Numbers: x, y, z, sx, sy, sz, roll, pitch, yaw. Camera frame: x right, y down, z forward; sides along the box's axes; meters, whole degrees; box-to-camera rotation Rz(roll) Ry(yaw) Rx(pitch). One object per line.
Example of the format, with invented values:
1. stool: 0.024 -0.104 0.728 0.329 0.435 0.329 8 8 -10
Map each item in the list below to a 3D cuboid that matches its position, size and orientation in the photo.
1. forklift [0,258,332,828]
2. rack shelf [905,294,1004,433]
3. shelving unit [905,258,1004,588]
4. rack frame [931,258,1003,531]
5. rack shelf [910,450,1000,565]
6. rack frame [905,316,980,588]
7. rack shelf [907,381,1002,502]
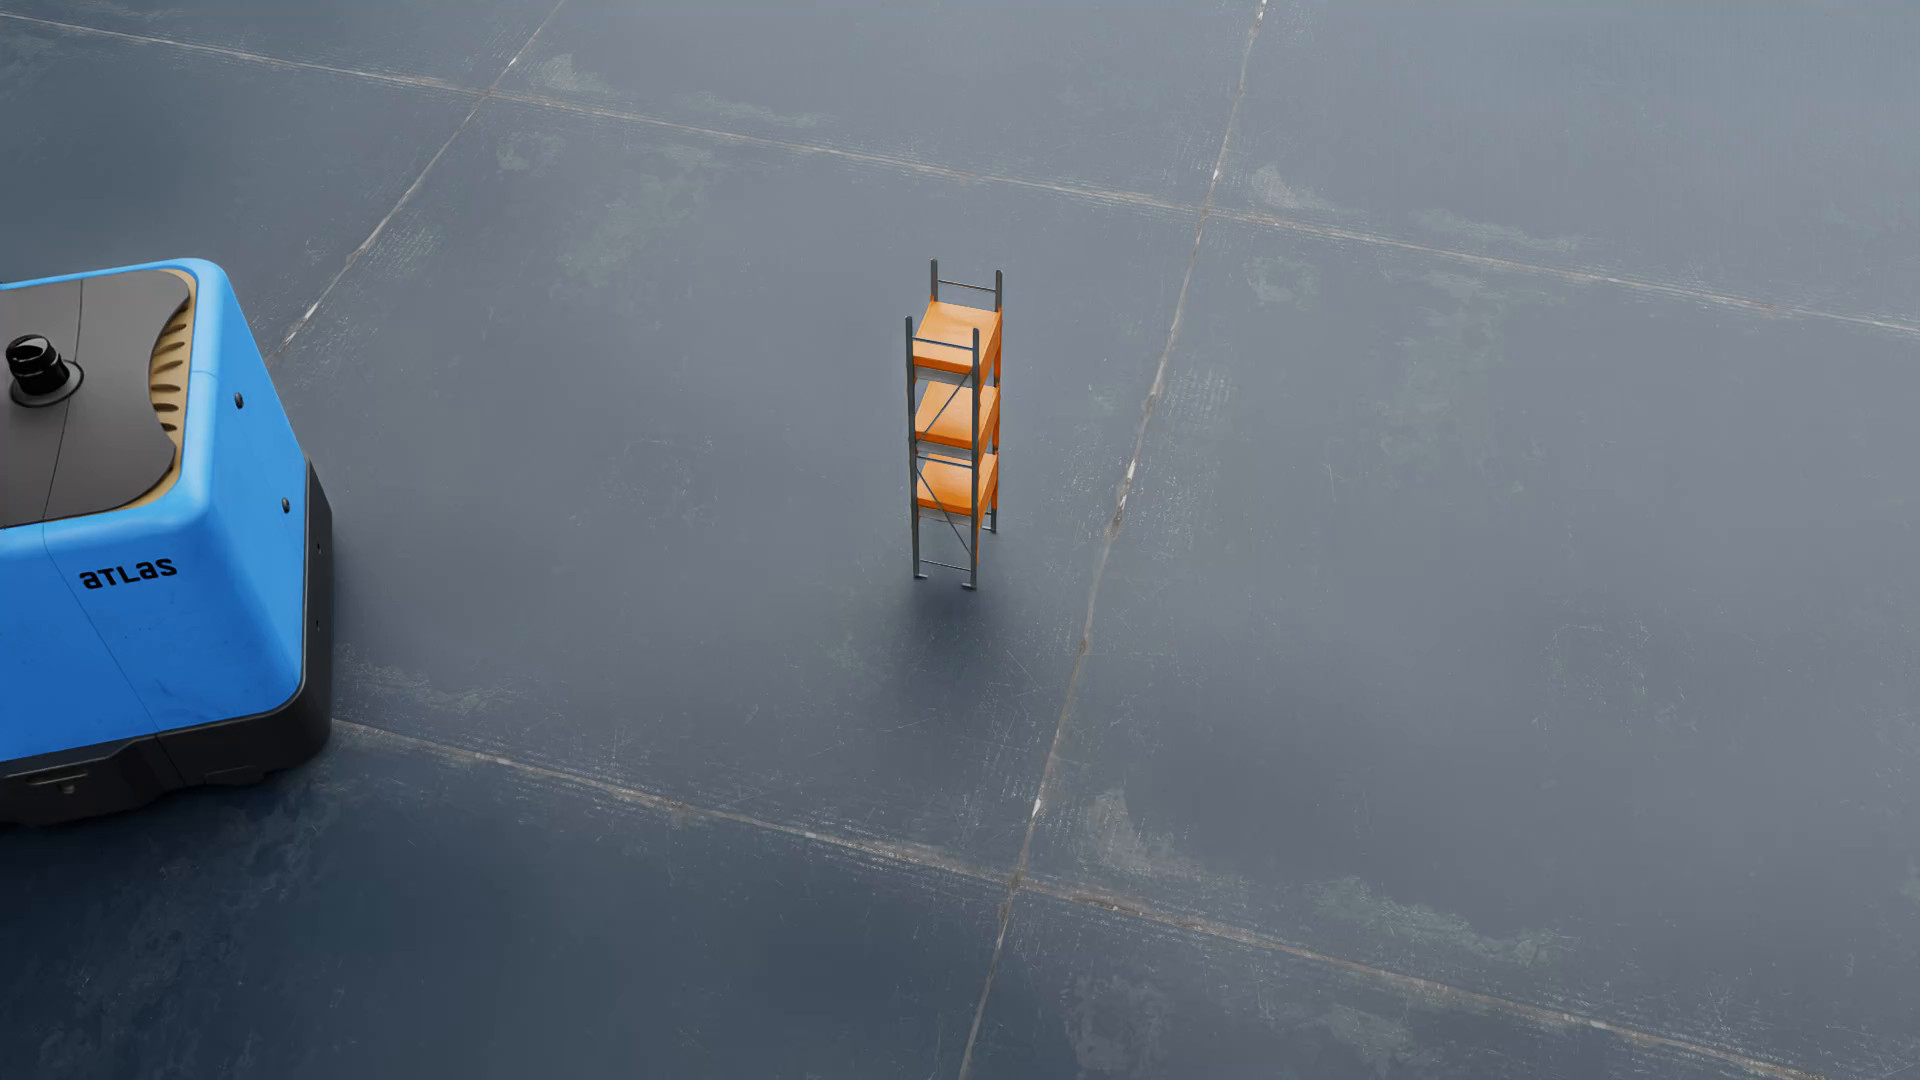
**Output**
1. forklift: -3.344 -0.425 3.670 3.031 2.935 1.130 -10 49 -9
2. rack shelf: -0.014 -0.489 4.617 0.215 0.259 0.240 12 50 10
3. shelving unit: -0.014 -0.309 4.822 0.215 1.050 0.252 12 50 10
4. rack frame: 0.018 -0.397 4.900 0.200 1.050 0.008 12 50 10
5. rack shelf: -0.014 -0.118 5.039 0.215 0.259 0.240 12 50 10
6. rack frame: -0.046 -0.220 4.744 0.200 1.050 0.008 12 50 10
7. rack shelf: -0.014 -0.302 4.830 0.215 0.259 0.240 12 50 10
